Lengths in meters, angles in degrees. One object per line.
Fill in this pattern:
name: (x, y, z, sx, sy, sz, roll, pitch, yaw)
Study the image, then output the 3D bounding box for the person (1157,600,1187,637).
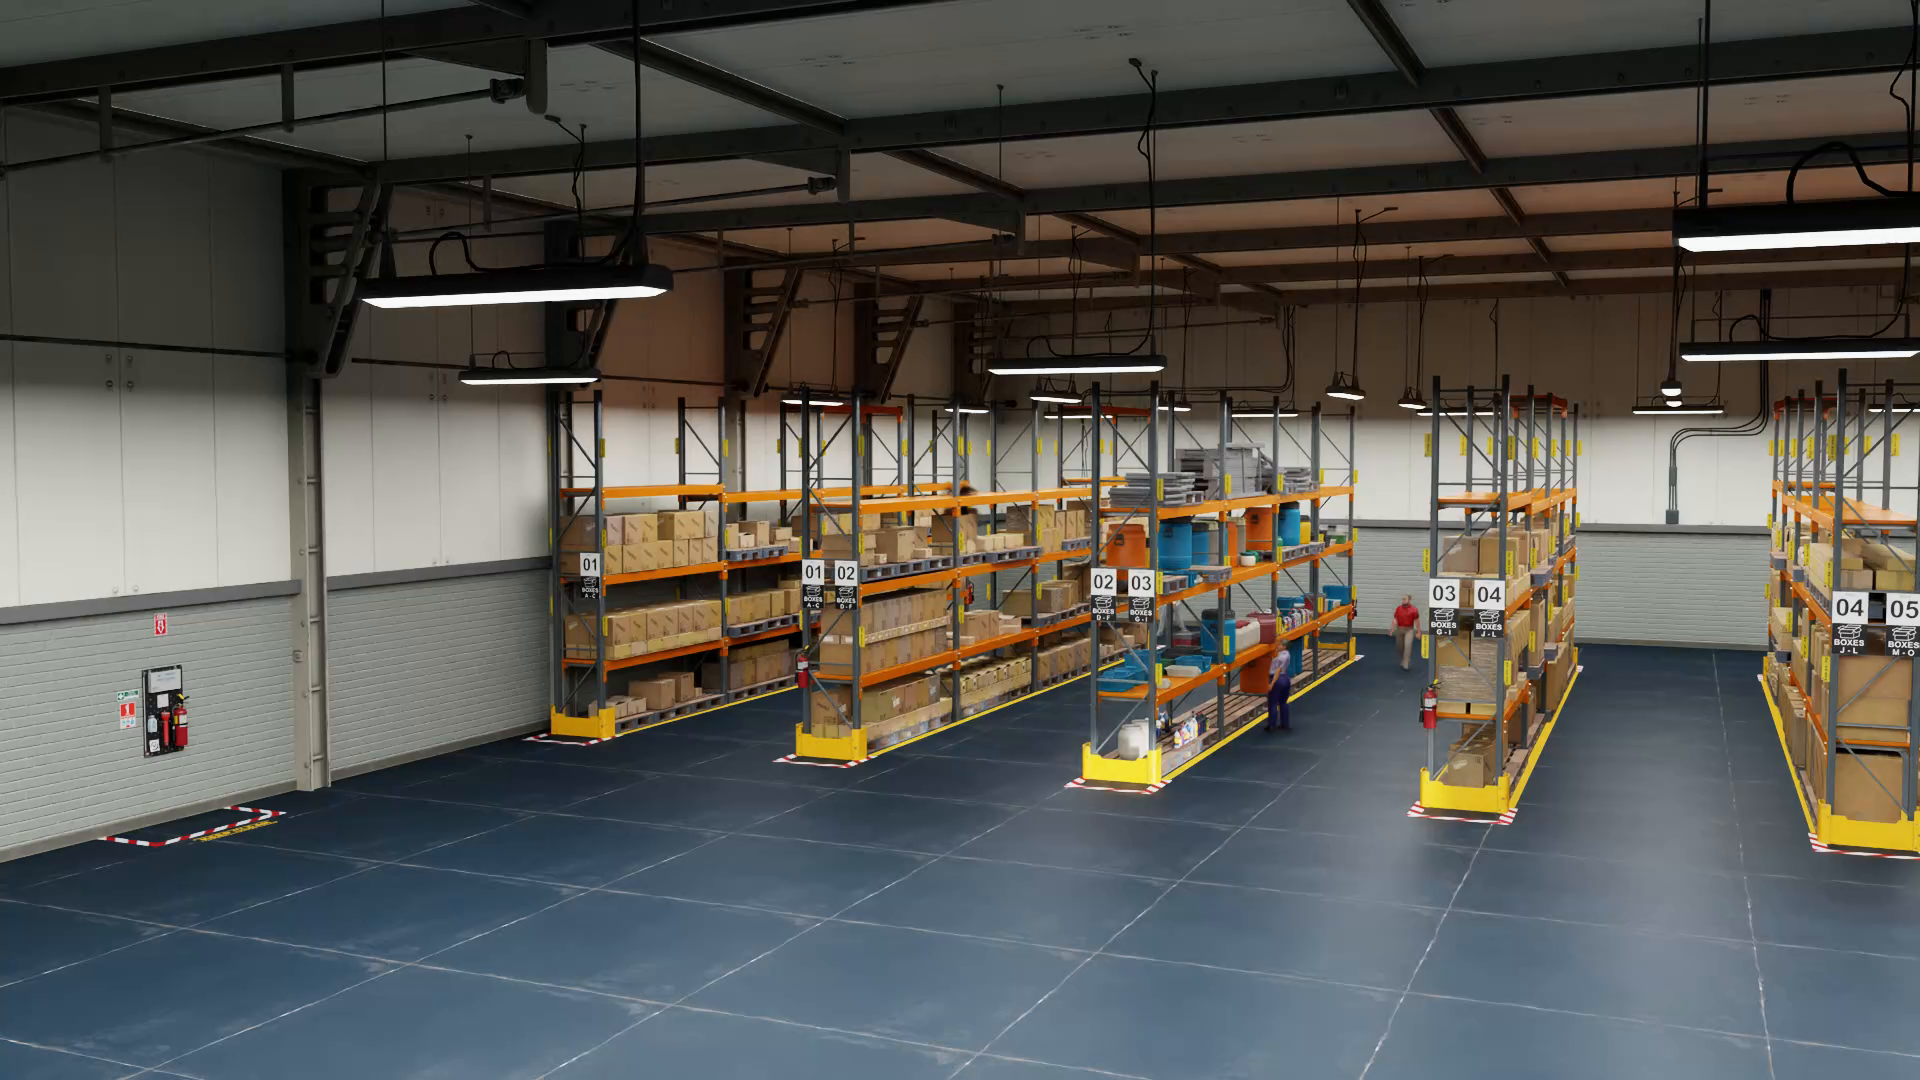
person: (5.542, 1.705, 43.834, 1.045, 1.724, 0.598, -2, 4, -33)

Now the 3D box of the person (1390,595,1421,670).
person: (10.090, 2.083, 37.654, 0.648, 1.681, 1.032, 2, 4, 28)

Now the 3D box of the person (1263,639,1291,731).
person: (5.618, 2.562, 29.440, 0.431, 1.645, 0.560, 2, 4, 37)
